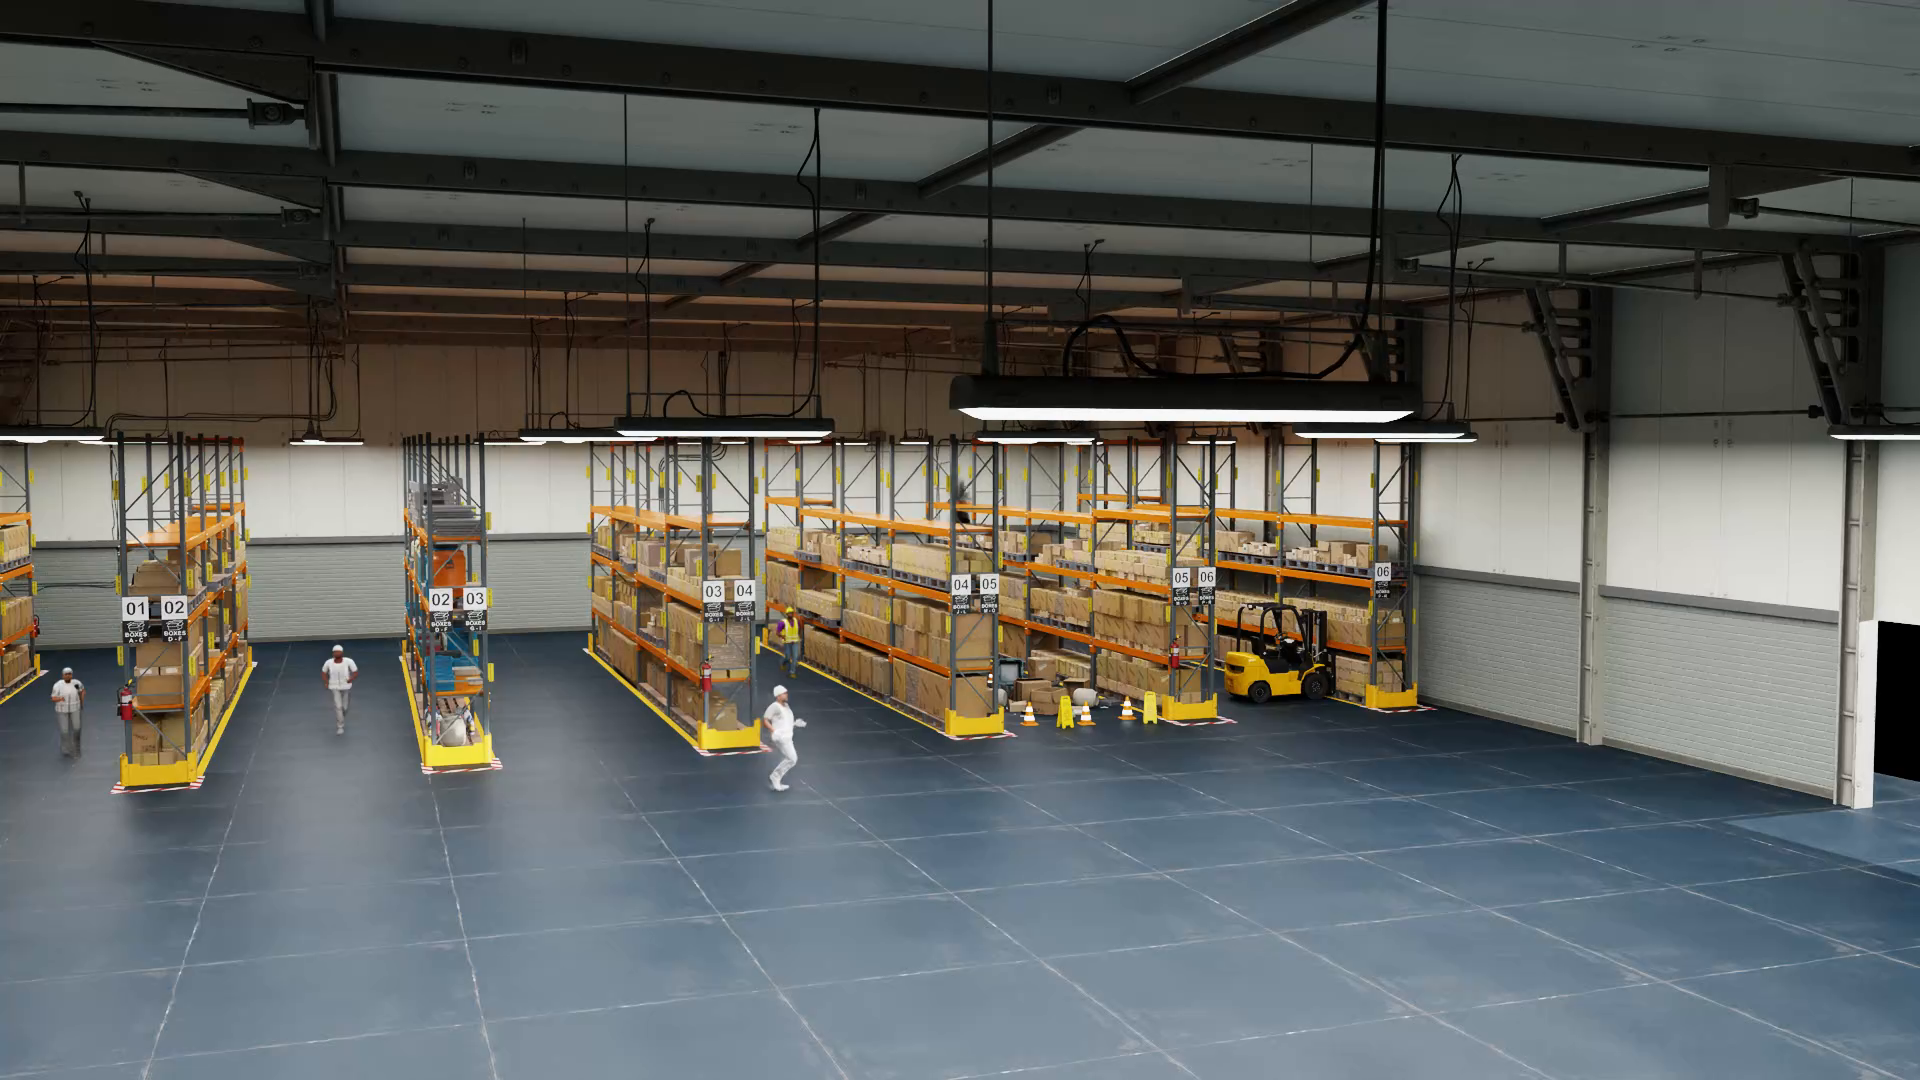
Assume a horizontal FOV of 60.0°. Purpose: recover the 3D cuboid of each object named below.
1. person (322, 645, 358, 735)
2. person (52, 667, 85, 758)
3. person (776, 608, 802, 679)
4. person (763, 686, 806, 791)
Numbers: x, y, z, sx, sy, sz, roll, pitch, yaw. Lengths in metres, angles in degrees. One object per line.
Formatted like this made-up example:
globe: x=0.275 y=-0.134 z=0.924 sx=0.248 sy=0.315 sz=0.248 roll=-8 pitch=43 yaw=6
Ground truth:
person: x=-12.494 y=2.995 z=33.536 sx=0.690 sy=1.763 sz=0.823 roll=-1 pitch=3 yaw=-22
person: x=-16.477 y=3.199 z=30.754 sx=0.554 sy=1.705 sz=0.759 roll=-2 pitch=4 yaw=-31
person: x=-4.240 y=2.557 z=41.513 sx=0.701 sy=1.748 sz=0.821 roll=-2 pitch=4 yaw=-26
person: x=-2.900 y=3.300 z=27.697 sx=0.610 sy=1.742 sz=0.667 roll=1 pitch=3 yaw=10
